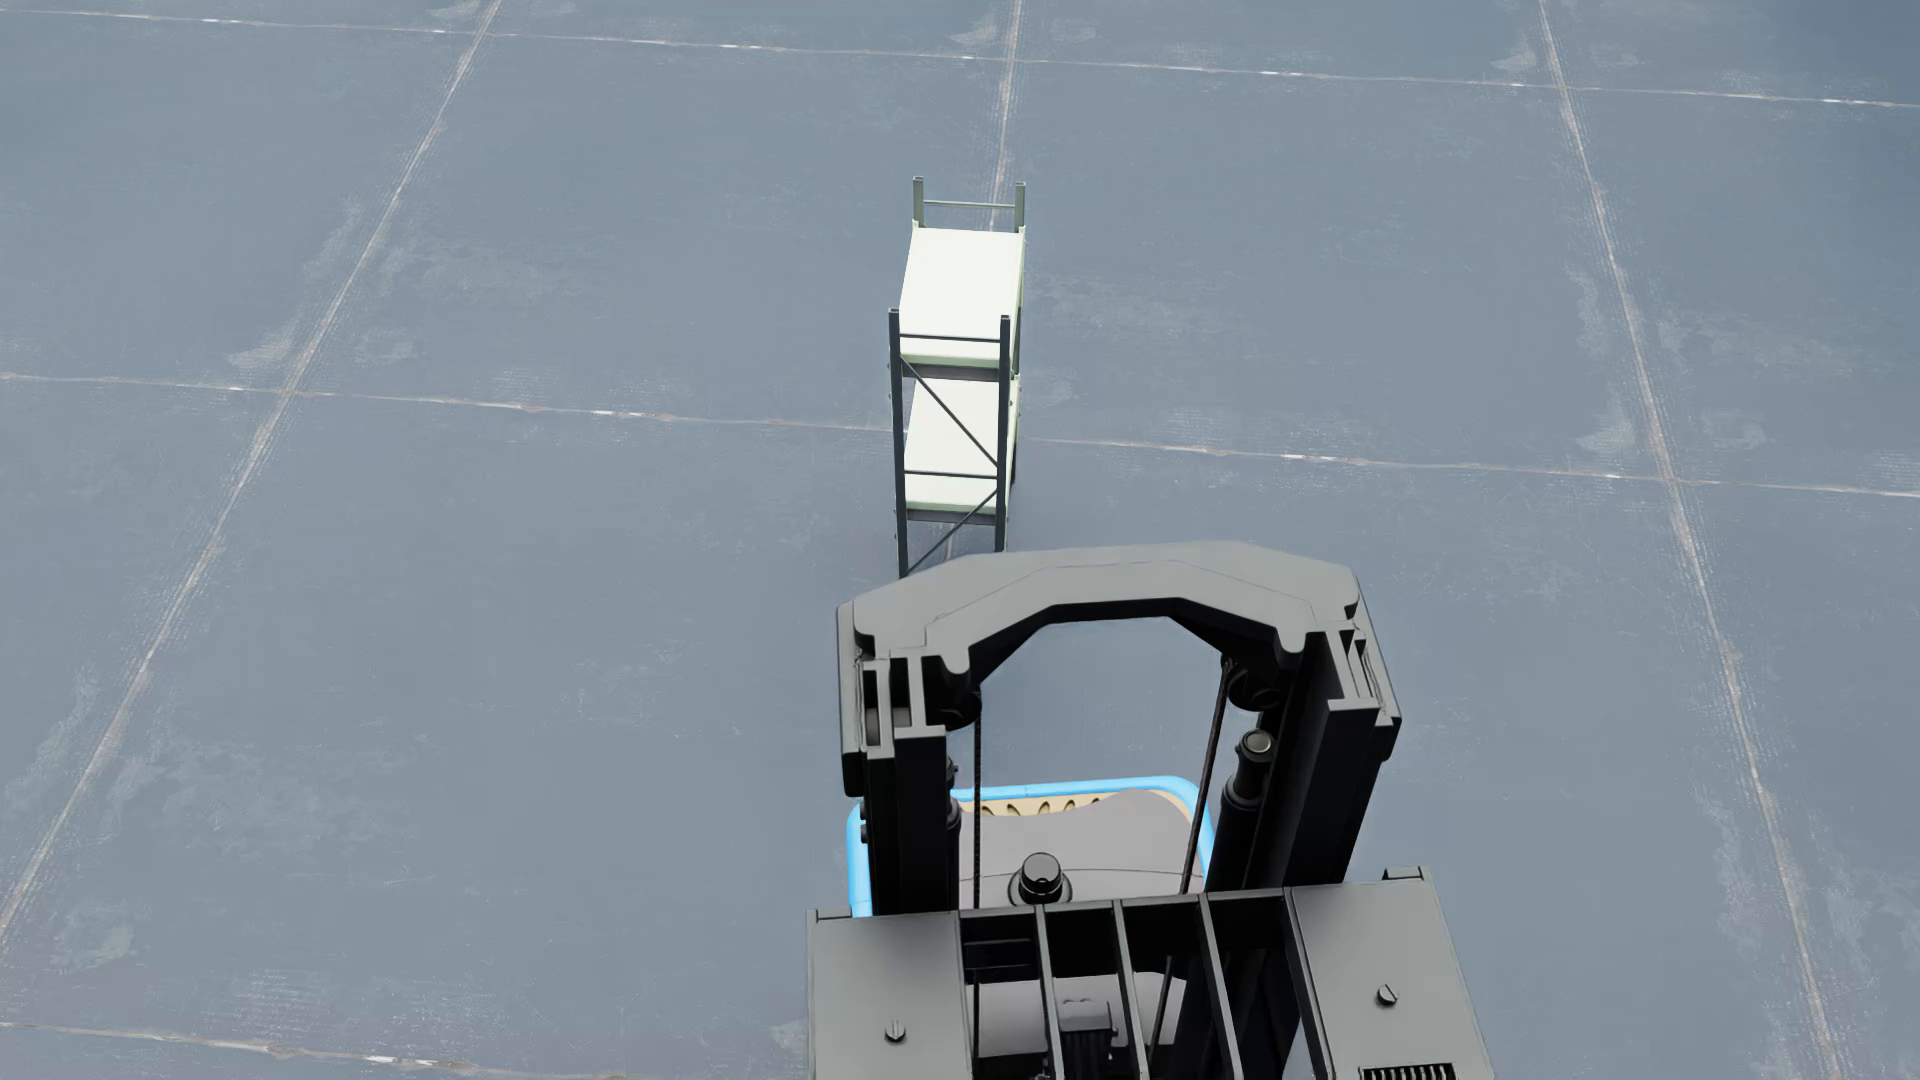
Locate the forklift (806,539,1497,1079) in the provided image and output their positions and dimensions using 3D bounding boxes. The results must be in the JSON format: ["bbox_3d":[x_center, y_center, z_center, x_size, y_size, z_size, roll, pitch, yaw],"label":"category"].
[{"bbox_3d":[0.301,1.514,3.405,1.130,2.935,3.031,-3,48,-3],"label":"forklift"}]

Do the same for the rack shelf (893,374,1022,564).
[{"bbox_3d":[-0.001,-0.281,6.459,0.431,0.370,0.720,4,48,4],"label":"rack shelf"}]

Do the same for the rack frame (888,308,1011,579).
[{"bbox_3d":[-0.034,-0.232,5.972,0.400,1.500,0.023,4,48,4],"label":"rack frame"}]

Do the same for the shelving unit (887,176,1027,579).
[{"bbox_3d":[-0.001,-0.501,6.218,0.431,1.500,0.755,4,48,4],"label":"shelving unit"}]

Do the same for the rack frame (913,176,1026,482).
[{"bbox_3d":[0.033,-0.770,6.464,0.400,1.500,0.023,4,48,4],"label":"rack frame"}]

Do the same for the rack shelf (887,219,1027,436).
[{"bbox_3d":[-0.001,-0.765,5.930,0.431,0.370,0.720,4,48,4],"label":"rack shelf"}]
